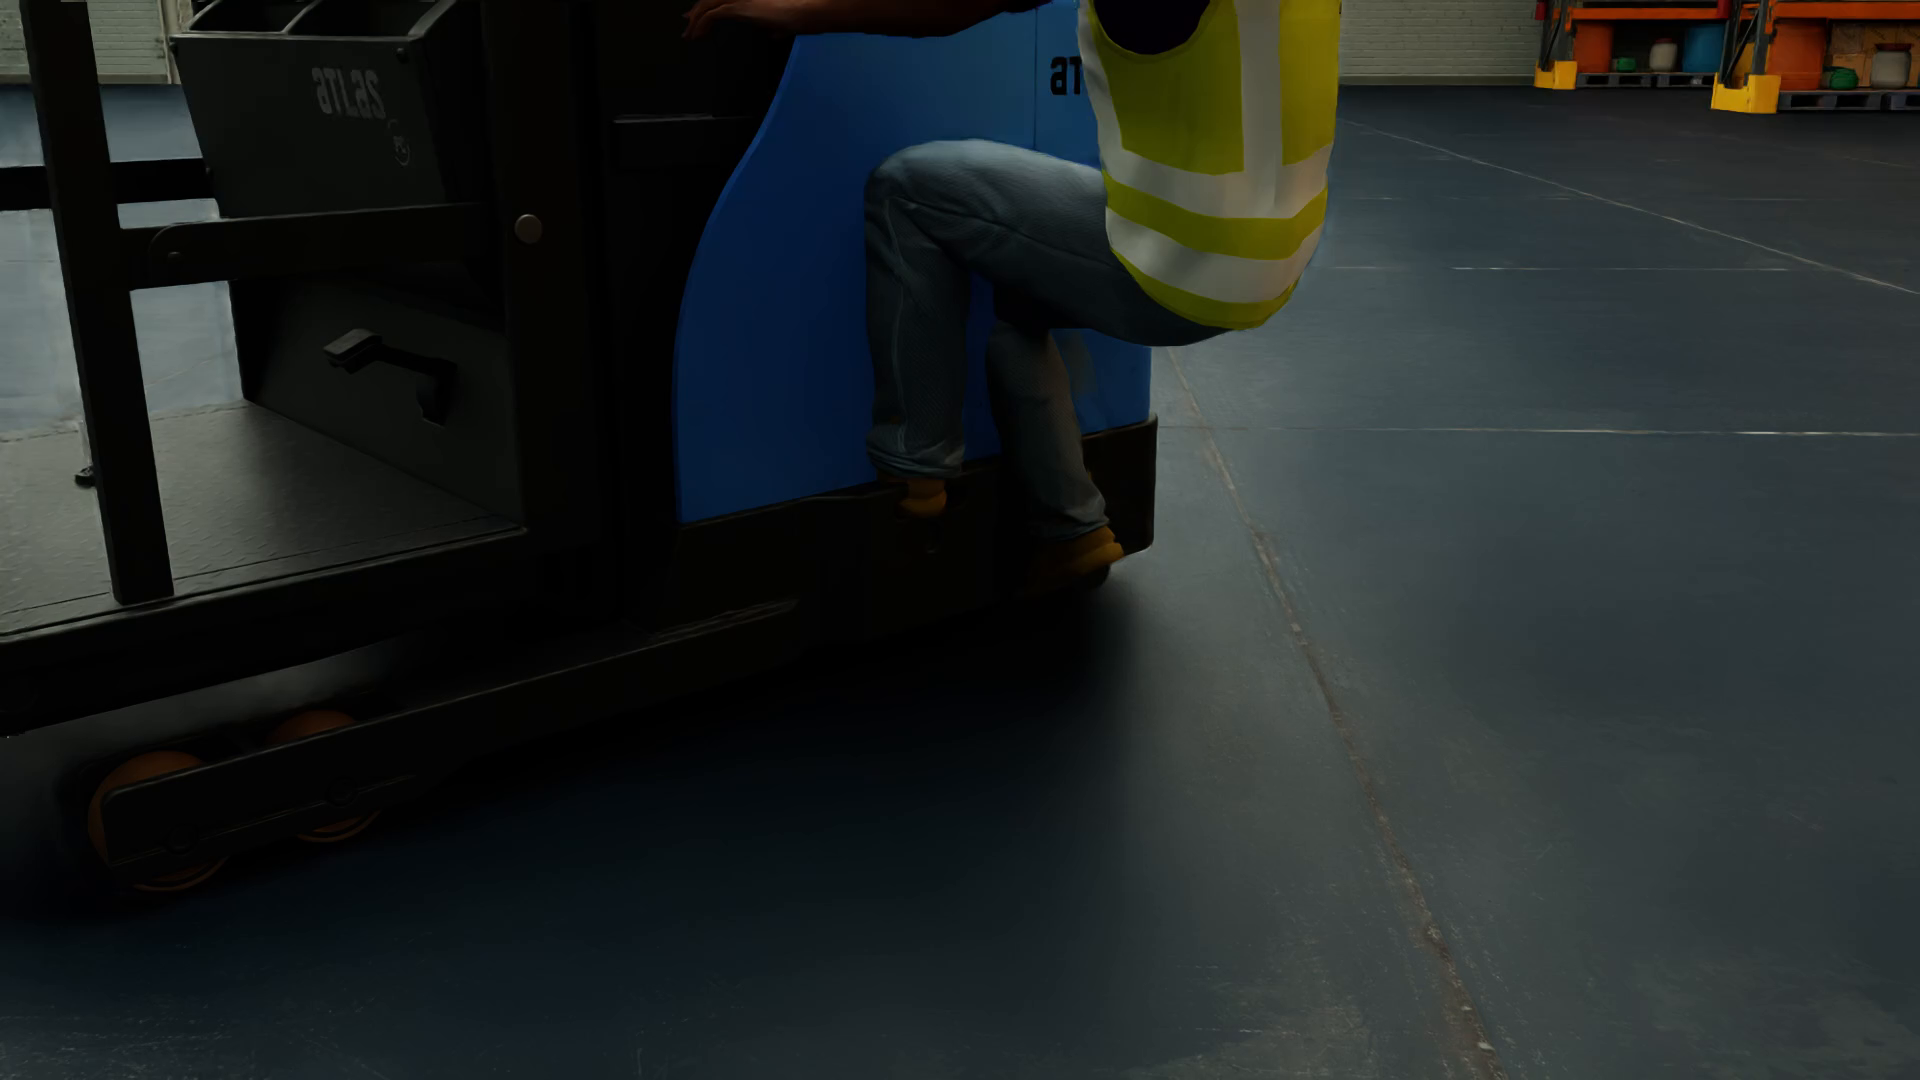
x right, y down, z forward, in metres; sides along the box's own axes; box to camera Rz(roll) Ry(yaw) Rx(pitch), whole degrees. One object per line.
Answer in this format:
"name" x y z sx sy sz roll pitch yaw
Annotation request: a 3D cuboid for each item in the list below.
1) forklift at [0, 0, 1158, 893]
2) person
"forklift" -1.078 -1.150 2.133 3.031 2.935 1.130 -15 22 -39
"person" 0.138 -0.555 2.540 0.863 1.491 1.108 7 19 21
